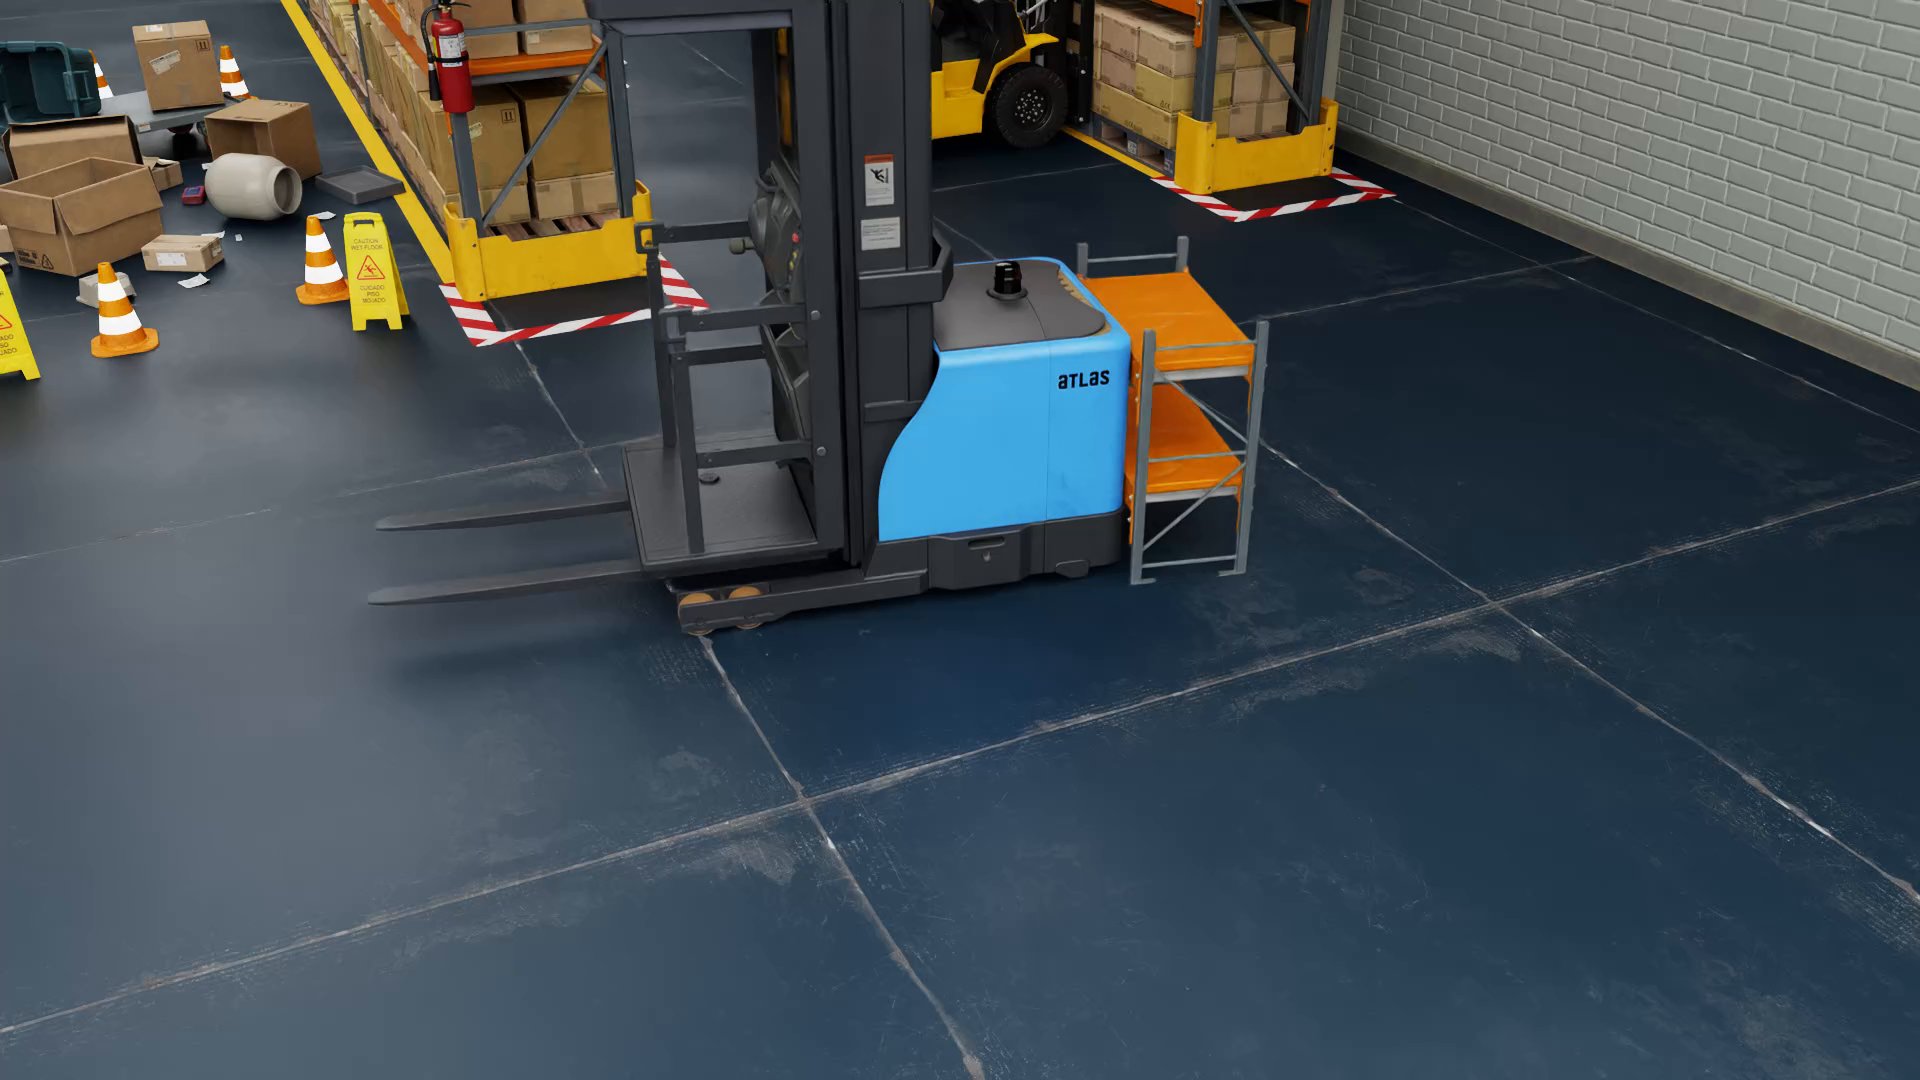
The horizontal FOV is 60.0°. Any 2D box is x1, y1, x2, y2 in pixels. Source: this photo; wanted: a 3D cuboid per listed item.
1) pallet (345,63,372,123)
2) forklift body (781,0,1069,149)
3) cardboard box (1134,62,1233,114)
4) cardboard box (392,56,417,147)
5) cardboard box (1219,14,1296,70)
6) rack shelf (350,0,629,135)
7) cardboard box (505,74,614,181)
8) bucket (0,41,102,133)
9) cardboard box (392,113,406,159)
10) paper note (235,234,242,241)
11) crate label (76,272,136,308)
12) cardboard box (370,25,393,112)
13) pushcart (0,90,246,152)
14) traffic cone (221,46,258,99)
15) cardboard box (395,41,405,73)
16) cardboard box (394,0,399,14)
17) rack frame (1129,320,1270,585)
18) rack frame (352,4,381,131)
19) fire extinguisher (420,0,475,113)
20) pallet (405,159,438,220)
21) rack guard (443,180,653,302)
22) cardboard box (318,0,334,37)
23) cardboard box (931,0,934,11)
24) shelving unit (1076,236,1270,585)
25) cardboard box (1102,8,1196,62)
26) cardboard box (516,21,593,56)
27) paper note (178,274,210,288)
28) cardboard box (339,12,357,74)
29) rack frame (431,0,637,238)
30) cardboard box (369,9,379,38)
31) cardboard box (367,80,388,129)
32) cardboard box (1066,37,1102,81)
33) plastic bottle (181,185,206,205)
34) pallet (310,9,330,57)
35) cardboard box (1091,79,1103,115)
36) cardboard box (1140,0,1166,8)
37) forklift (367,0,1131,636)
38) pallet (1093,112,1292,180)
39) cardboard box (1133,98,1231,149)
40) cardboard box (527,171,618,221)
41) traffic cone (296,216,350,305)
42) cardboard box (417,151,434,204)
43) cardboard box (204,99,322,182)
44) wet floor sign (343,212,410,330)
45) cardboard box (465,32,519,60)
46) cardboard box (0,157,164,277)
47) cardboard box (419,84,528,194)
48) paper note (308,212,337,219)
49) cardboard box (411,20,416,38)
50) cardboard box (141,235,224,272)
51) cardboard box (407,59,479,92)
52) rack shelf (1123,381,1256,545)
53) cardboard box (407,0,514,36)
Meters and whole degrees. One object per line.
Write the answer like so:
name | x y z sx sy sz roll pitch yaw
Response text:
pallet | -4.455 -3.749 13.721 1.003 0.211 1.213 -13 32 -22
forklift body | -0.382 -3.983 12.155 2.313 2.155 1.214 -13 32 -22
cardboard box | 1.588 -3.250 11.850 0.500 0.250 0.500 -14 32 -23
cardboard box | -3.419 -2.919 11.005 0.500 0.500 0.500 -14 32 -23
cardboard box | 2.044 -3.571 11.911 0.500 0.250 0.500 -14 32 -23
rack shelf | -3.261 -3.425 11.026 1.077 0.370 4.000 -13 32 -22
cardboard box | -2.509 -2.591 10.419 0.500 0.500 0.500 -14 32 -24
bucket | -6.406 -3.197 11.678 0.726 0.611 0.620 -3 19 -5
cardboard box | -3.640 -2.821 11.597 0.500 0.250 0.500 -14 32 -23
paper note | -4.649 -1.949 10.716 0.032 0.001 0.123 -13 32 -22
crate label | -5.002 -1.477 9.743 0.298 0.136 0.250 19 34 30
cardboard box | -3.869 -3.382 11.829 0.500 0.500 0.500 -12 31 -20
pushcart | -6.157 -2.978 12.174 0.936 0.377 1.648 26 38 38
traffic cone | -5.916 -3.769 13.499 0.336 0.463 0.334 -13 32 -22
cardboard box | -3.416 -3.125 10.708 0.380 0.149 0.250 -12 31 -20
cardboard box | -3.368 -3.416 10.532 0.380 0.149 0.250 -13 32 -22
rack frame | 0.954 -0.334 6.695 0.500 1.125 0.032 -5 30 -10
rack frame | -4.119 -4.622 12.426 1.000 3.000 0.127 -13 32 -22
fire extinguisher | -2.769 -2.674 9.031 0.296 0.674 0.183 -13 32 -22
pallet | -3.271 -2.577 11.630 1.003 0.211 1.213 -13 32 -22
rack guard | -2.435 -1.798 9.946 1.175 0.500 0.348 -13 32 -22
cardboard box | -5.279 -4.850 15.090 0.950 0.372 0.625 -14 32 -23
cardboard box | 0.128 -5.041 15.172 0.875 0.625 0.625 -12 31 -20
shelving unit | 0.857 -0.578 7.130 0.538 1.125 1.048 -5 30 -10
cardboard box | 1.375 -3.681 12.108 0.500 0.250 0.500 -12 32 -21
cardboard box | -2.361 -2.939 9.681 0.380 0.149 0.250 -13 32 -22
paper note | -4.606 -1.560 10.000 0.142 0.019 0.148 26 38 38
cardboard box | -4.658 -4.207 13.943 0.950 0.372 0.625 -11 31 -19
rack frame | -2.402 -2.855 9.275 1.000 3.000 0.127 -13 32 -22
cardboard box | -3.888 -3.604 11.563 0.380 0.149 0.250 -12 31 -20
cardboard box | -4.110 -3.289 12.430 0.500 0.250 0.500 -15 32 -24
cardboard box | 1.142 -3.698 12.648 0.500 0.250 0.500 -14 32 -23
plastic bottle | -5.259 -2.377 11.426 0.133 0.061 0.283 -8 30 -13
pallet | -5.502 -4.827 15.643 1.003 0.211 1.213 -13 32 -22
cardboard box | 1.181 -3.469 12.751 0.500 0.250 0.500 -13 32 -21
cardboard box | 1.621 -4.014 12.701 0.500 0.250 0.500 -13 32 -22
forklift | -0.886 -1.187 6.369 3.031 2.935 1.130 -7 30 -13
pallet | 1.713 -3.012 12.405 1.003 0.211 1.213 -13 32 -22
cardboard box | 1.592 -3.024 11.958 0.500 0.250 0.500 -13 32 -22
cardboard box | -2.499 -2.253 10.584 0.500 0.250 0.500 -13 32 -22
traffic cone | -3.752 -1.668 9.751 0.336 0.463 0.334 -13 32 -22
cardboard box | -3.207 -2.370 10.792 0.500 0.250 0.500 -13 32 -22
cardboard box | -4.888 -2.774 11.683 0.500 0.500 0.500 7 30 13
wet floor sign | -3.287 -1.520 9.300 0.267 0.644 0.232 -3 29 -5
cardboard box | -2.756 -2.866 9.551 0.380 0.149 0.250 -12 31 -20
cardboard box | -5.443 -2.011 10.321 0.637 0.503 0.797 13 32 21
cardboard box | -2.982 -2.465 10.195 0.500 0.500 0.500 -13 32 -22
paper note | -4.247 -2.166 11.081 0.148 0.019 0.142 26 38 38
cardboard box | -3.056 -3.072 9.919 0.380 0.149 0.250 -14 32 -23
cardboard box | -4.789 -1.766 10.248 0.380 0.149 0.250 2 29 4
cardboard box | -3.200 -2.896 10.300 0.380 0.149 0.250 -12 31 -21
rack shelf | 0.857 -0.365 7.250 0.538 0.278 1.000 -5 30 -10
cardboard box | -2.884 -3.210 9.502 0.500 0.500 0.500 -14 32 -23
